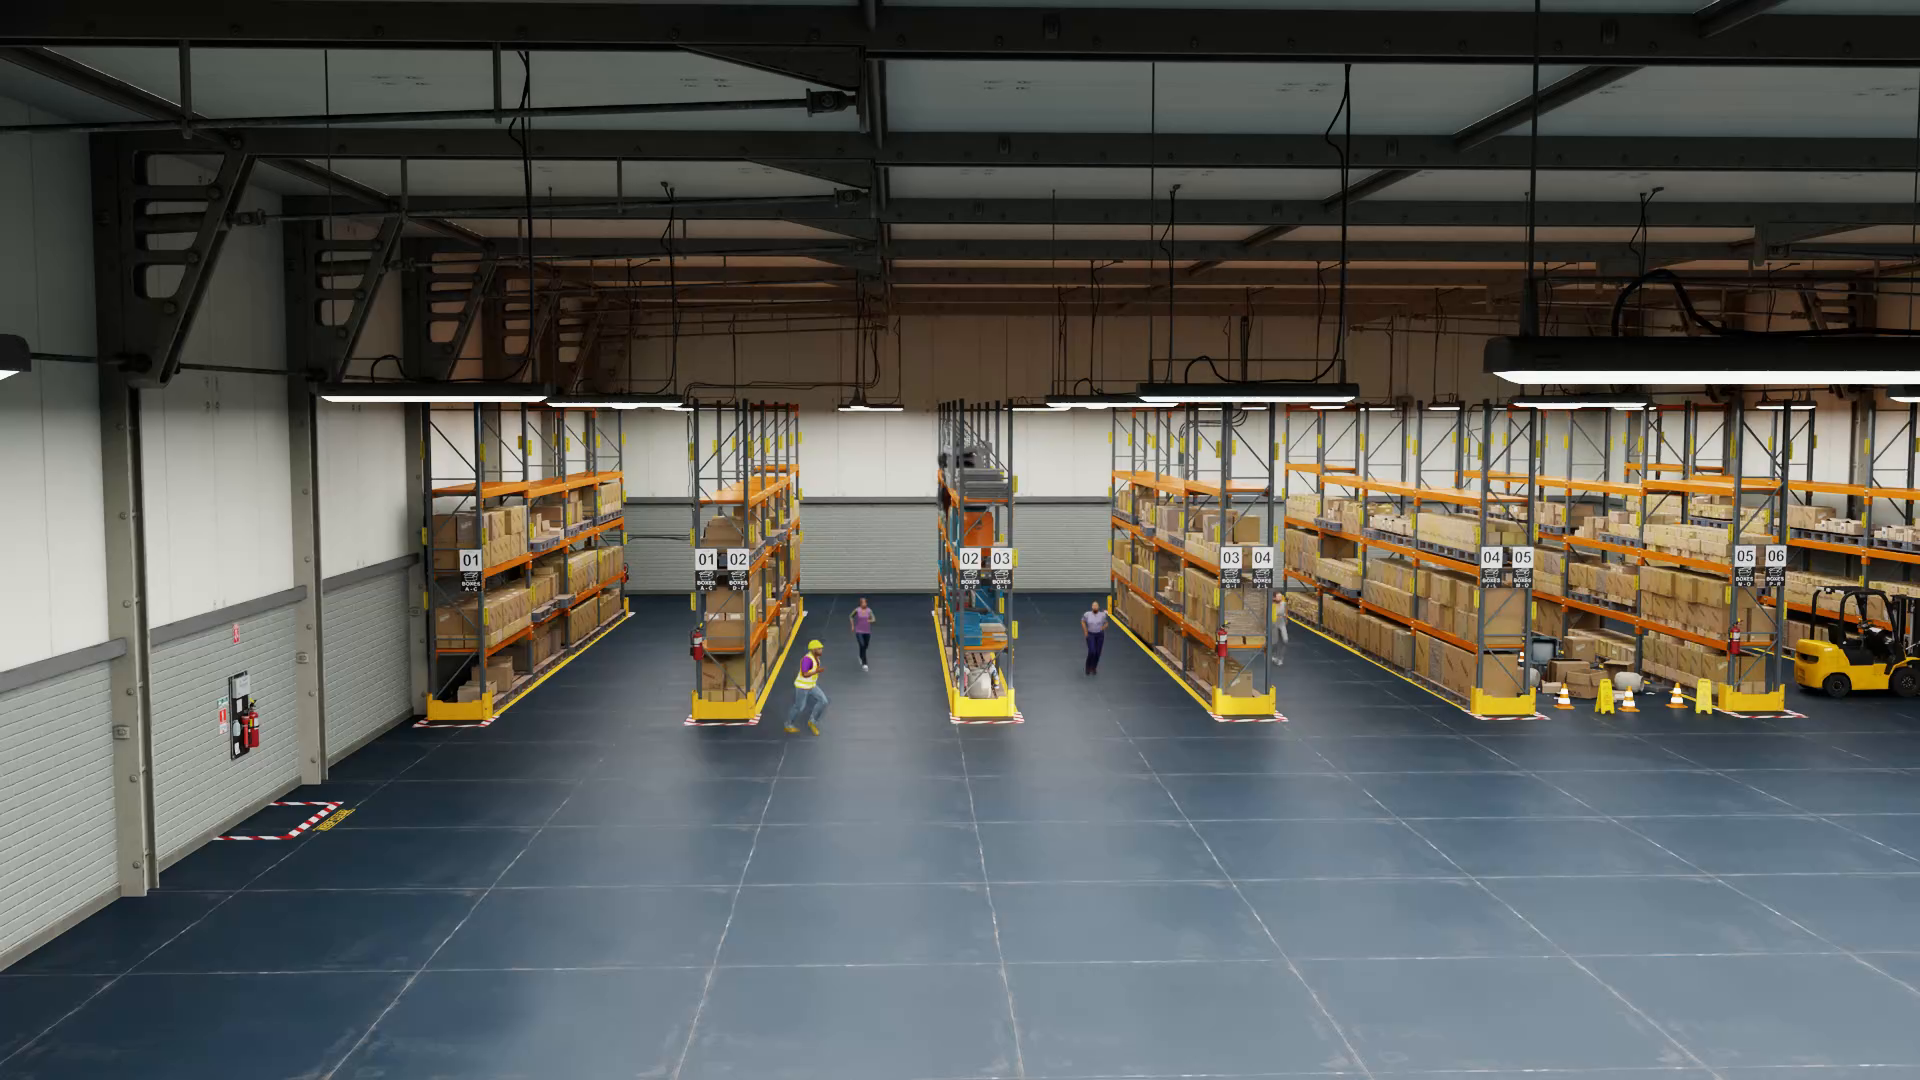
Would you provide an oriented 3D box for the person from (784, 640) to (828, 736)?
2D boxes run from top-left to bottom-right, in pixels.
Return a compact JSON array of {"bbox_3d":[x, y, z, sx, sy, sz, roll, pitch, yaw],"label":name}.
[{"bbox_3d":[-2.713,2.618,29.457,0.909,1.718,0.678,2,5,26],"label":"person"}]

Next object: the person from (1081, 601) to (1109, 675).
[{"bbox_3d":[2.969,2.158,36.414,0.580,1.626,0.638,0,4,-5],"label":"person"}]

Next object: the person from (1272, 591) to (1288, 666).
[{"bbox_3d":[7.248,2.026,37.997,0.580,1.736,0.768,-1,4,-13],"label":"person"}]

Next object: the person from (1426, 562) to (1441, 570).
[{"bbox_3d":[14.471,0.972,50.824,0.694,1.778,0.641,-2,5,-27],"label":"person"}]

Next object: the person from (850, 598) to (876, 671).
[{"bbox_3d":[-2.170,2.081,37.188,0.529,1.584,0.883,-1,5,-17],"label":"person"}]
